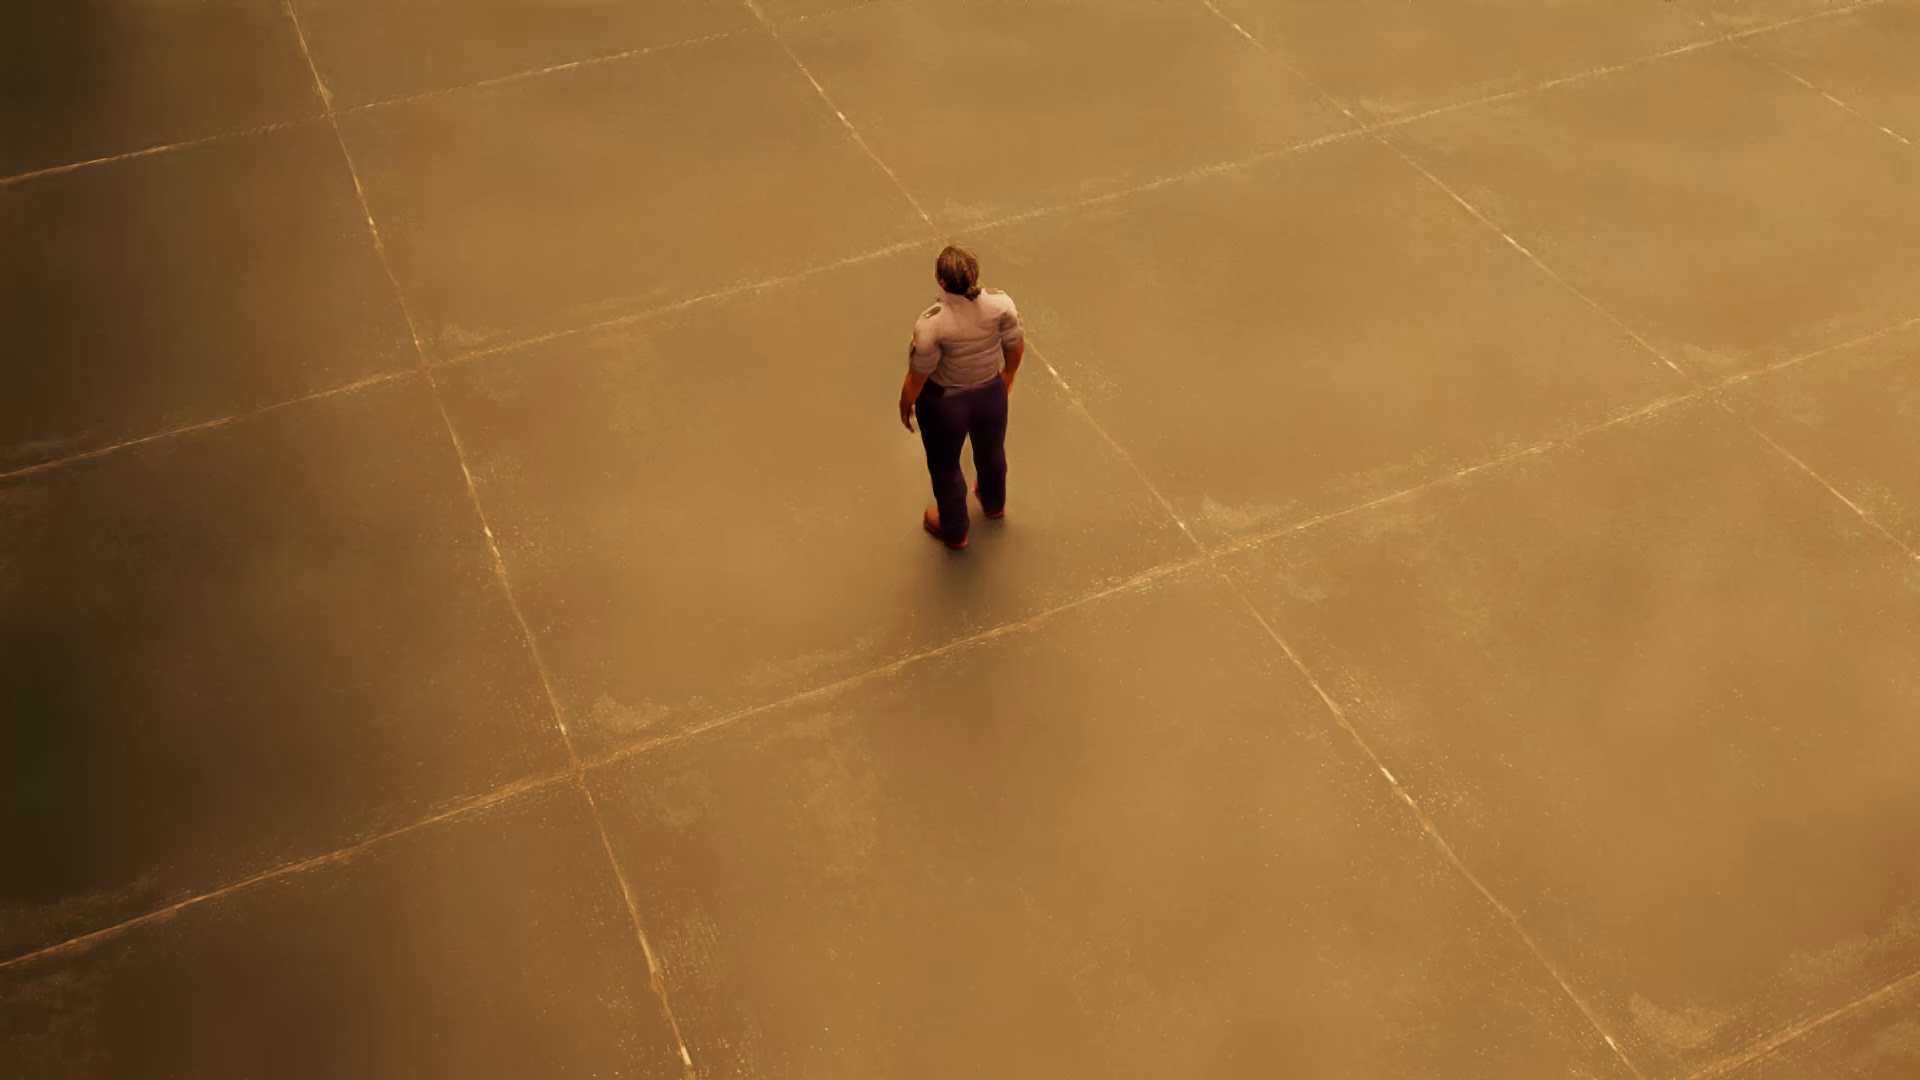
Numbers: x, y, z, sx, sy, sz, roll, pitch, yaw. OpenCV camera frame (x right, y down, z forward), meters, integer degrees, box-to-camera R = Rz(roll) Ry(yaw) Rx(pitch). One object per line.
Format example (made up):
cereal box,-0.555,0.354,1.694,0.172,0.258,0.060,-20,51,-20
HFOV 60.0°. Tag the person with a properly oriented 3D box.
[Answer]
person,-0.017,-0.670,7.328,0.599,1.650,0.502,-18,46,-18
